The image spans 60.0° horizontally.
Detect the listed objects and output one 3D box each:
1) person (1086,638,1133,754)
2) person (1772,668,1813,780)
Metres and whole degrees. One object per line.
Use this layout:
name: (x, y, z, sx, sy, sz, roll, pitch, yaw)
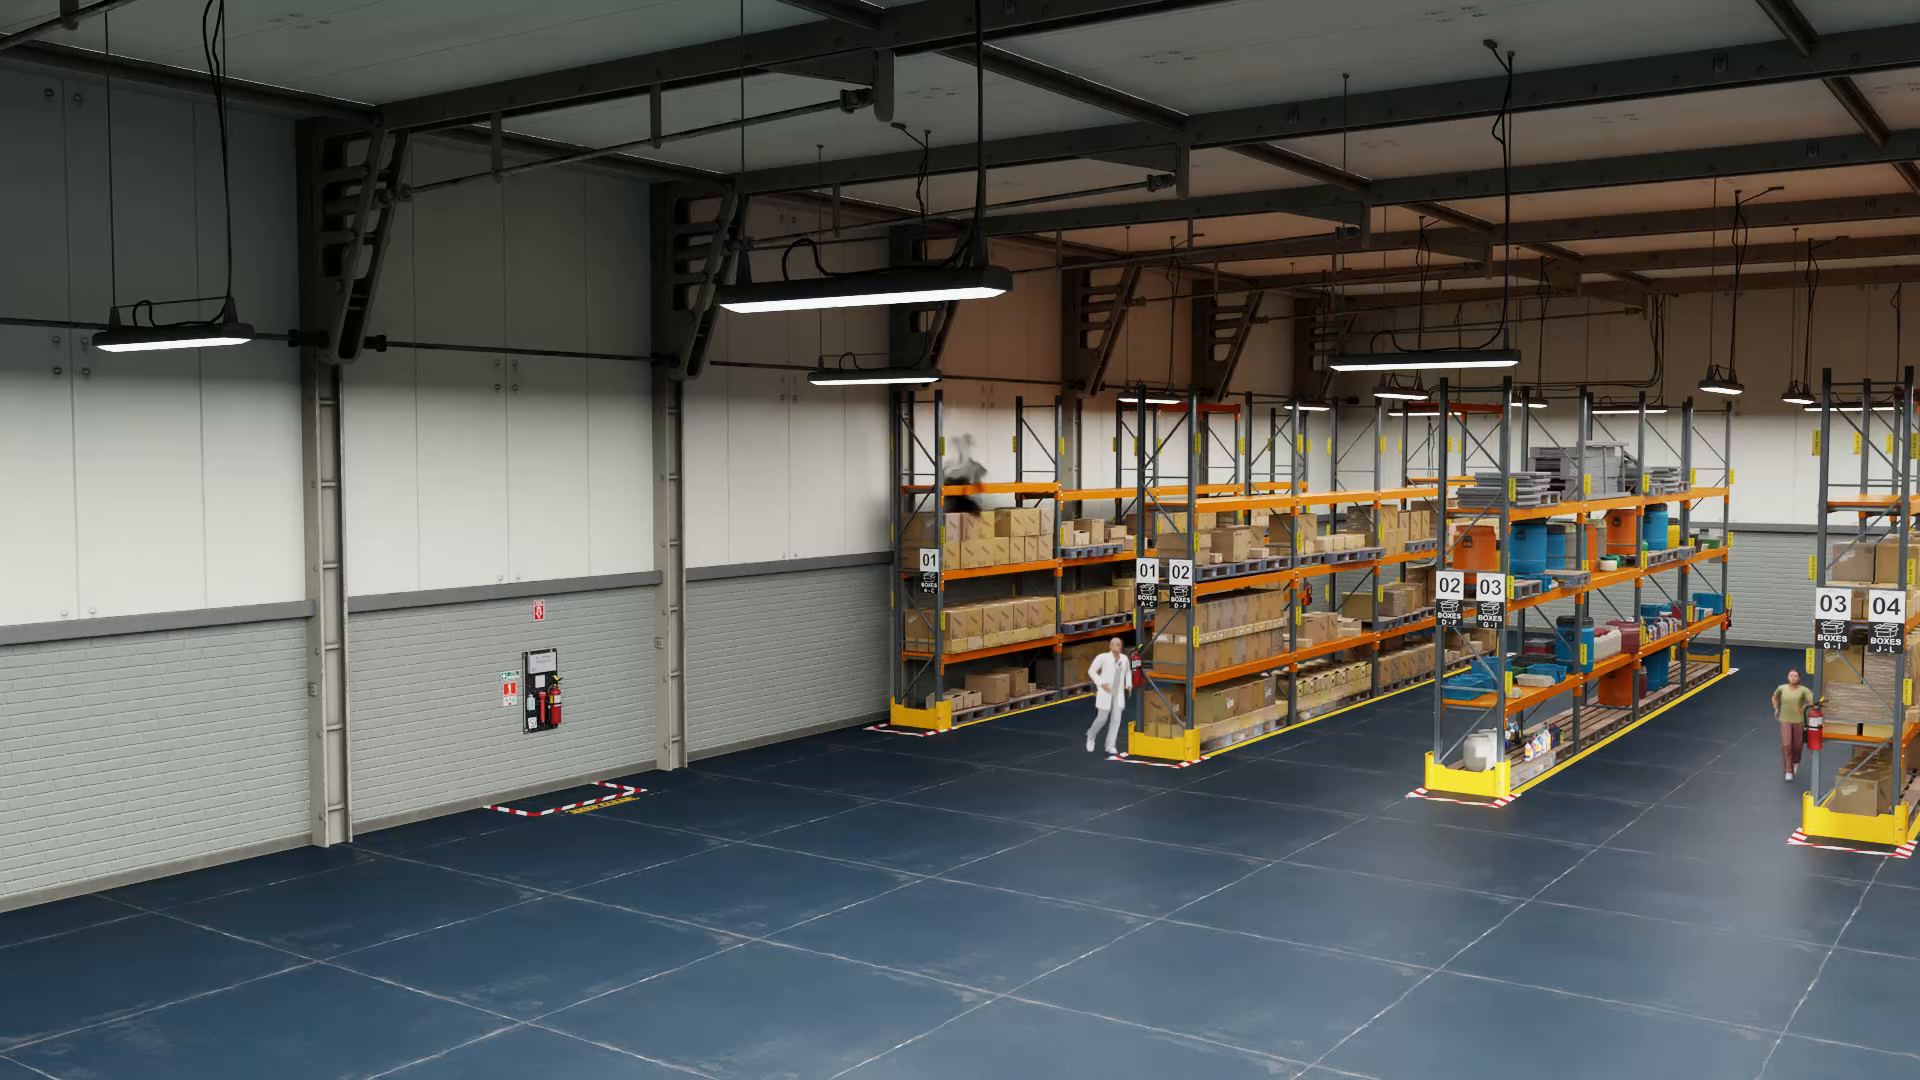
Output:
person: (2.369, 2.407, 25.751, 0.768, 1.786, 0.823, -1, 4, -24)
person: (12.565, 2.754, 25.090, 0.597, 1.656, 0.803, 2, 4, 28)
